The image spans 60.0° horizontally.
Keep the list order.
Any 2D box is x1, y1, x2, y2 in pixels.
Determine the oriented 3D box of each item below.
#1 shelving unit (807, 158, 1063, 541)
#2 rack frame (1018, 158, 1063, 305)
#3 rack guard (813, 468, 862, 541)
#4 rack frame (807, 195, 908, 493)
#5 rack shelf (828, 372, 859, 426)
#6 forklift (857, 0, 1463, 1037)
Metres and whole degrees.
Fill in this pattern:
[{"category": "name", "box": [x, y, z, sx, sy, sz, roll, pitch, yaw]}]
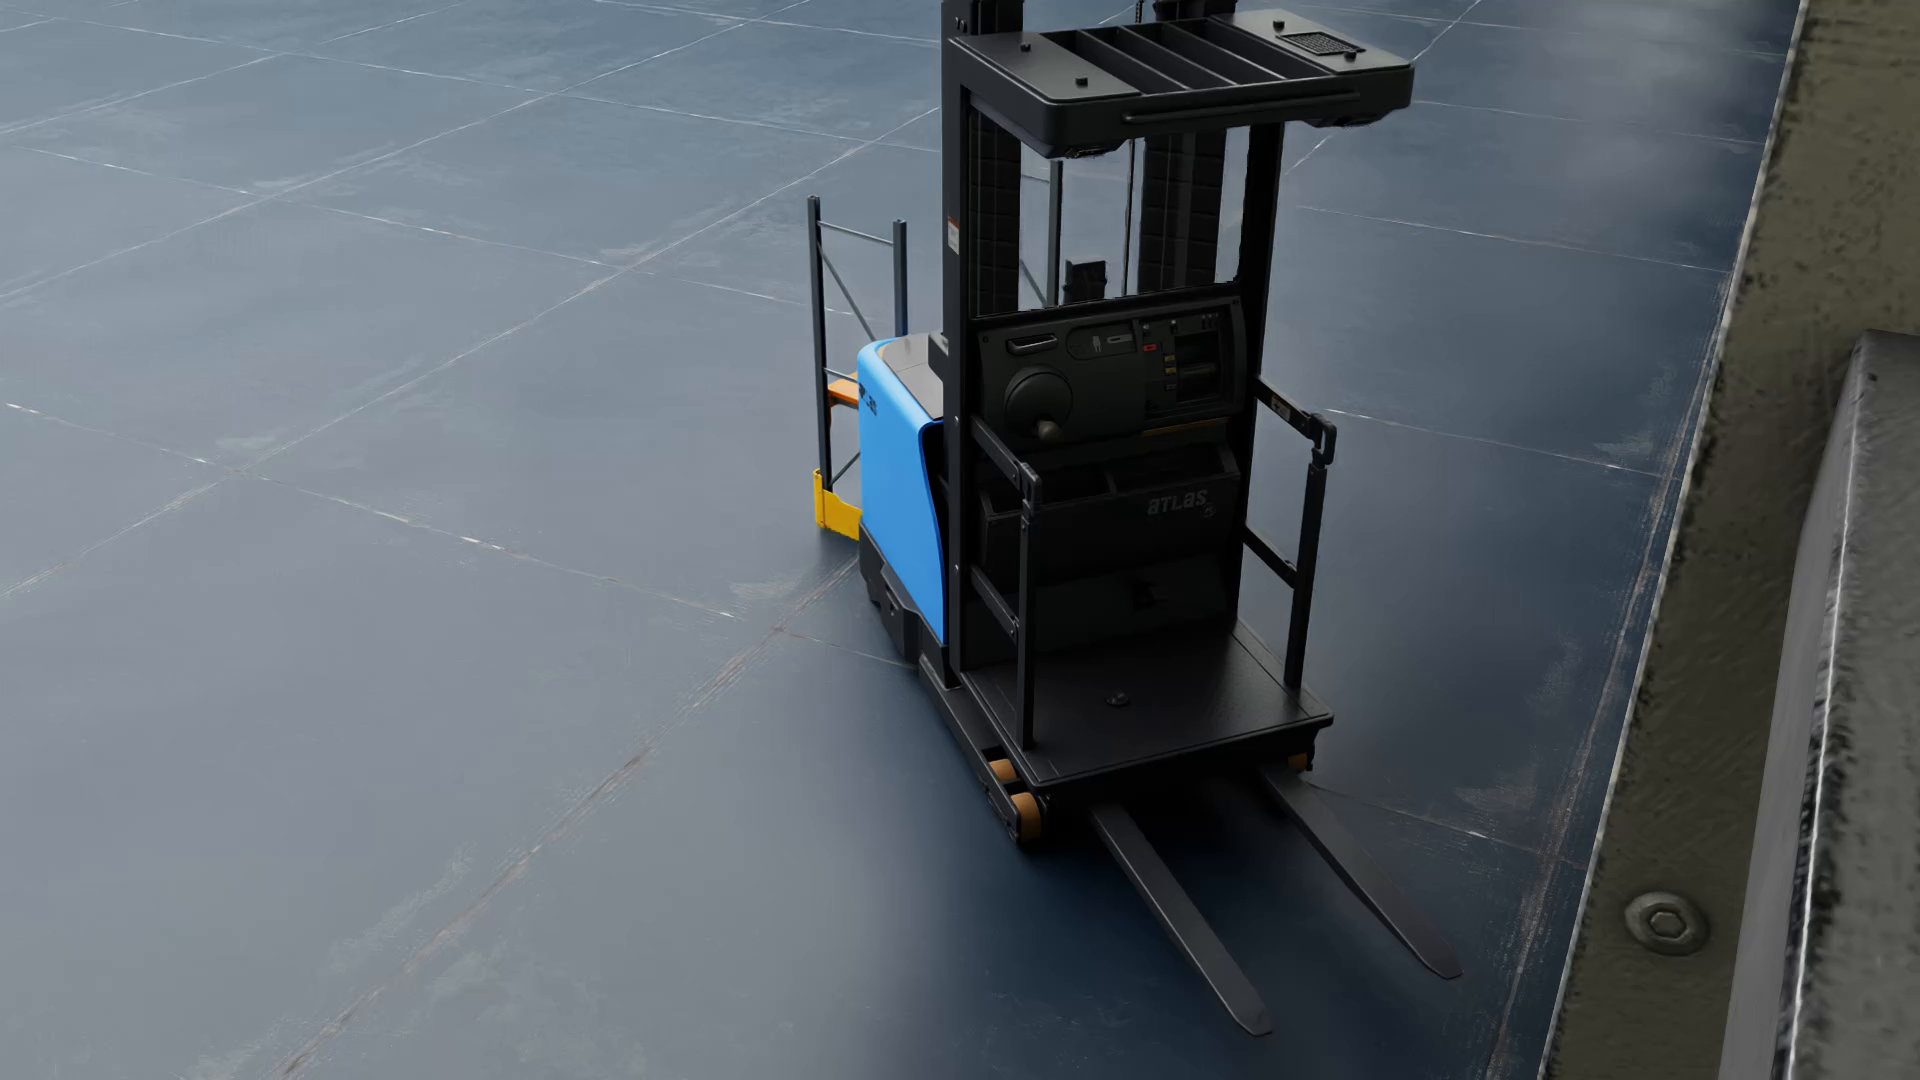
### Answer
[{"category": "shelving unit", "box": [-0.082, -0.846, 7.231, 0.587, 1.500, 1.083, 22, 37, 33]}, {"category": "rack frame", "box": [0.234, -1.039, 7.566, 0.500, 1.500, 0.032, 22, 37, 33]}, {"category": "rack guard", "box": [-0.397, -0.112, 7.207, 0.587, 0.250, 0.087, 22, 37, 33]}, {"category": "rack frame", "box": [-0.409, -0.647, 6.883, 0.500, 1.500, 0.032, 22, 37, 33]}, {"category": "rack shelf", "box": [-0.088, -0.687, 7.314, 0.538, 0.185, 1.000, 22, 37, 33]}, {"category": "forklift", "box": [0.577, -0.503, 5.195, 1.130, 2.935, 3.031, -11, 32, -18]}]
